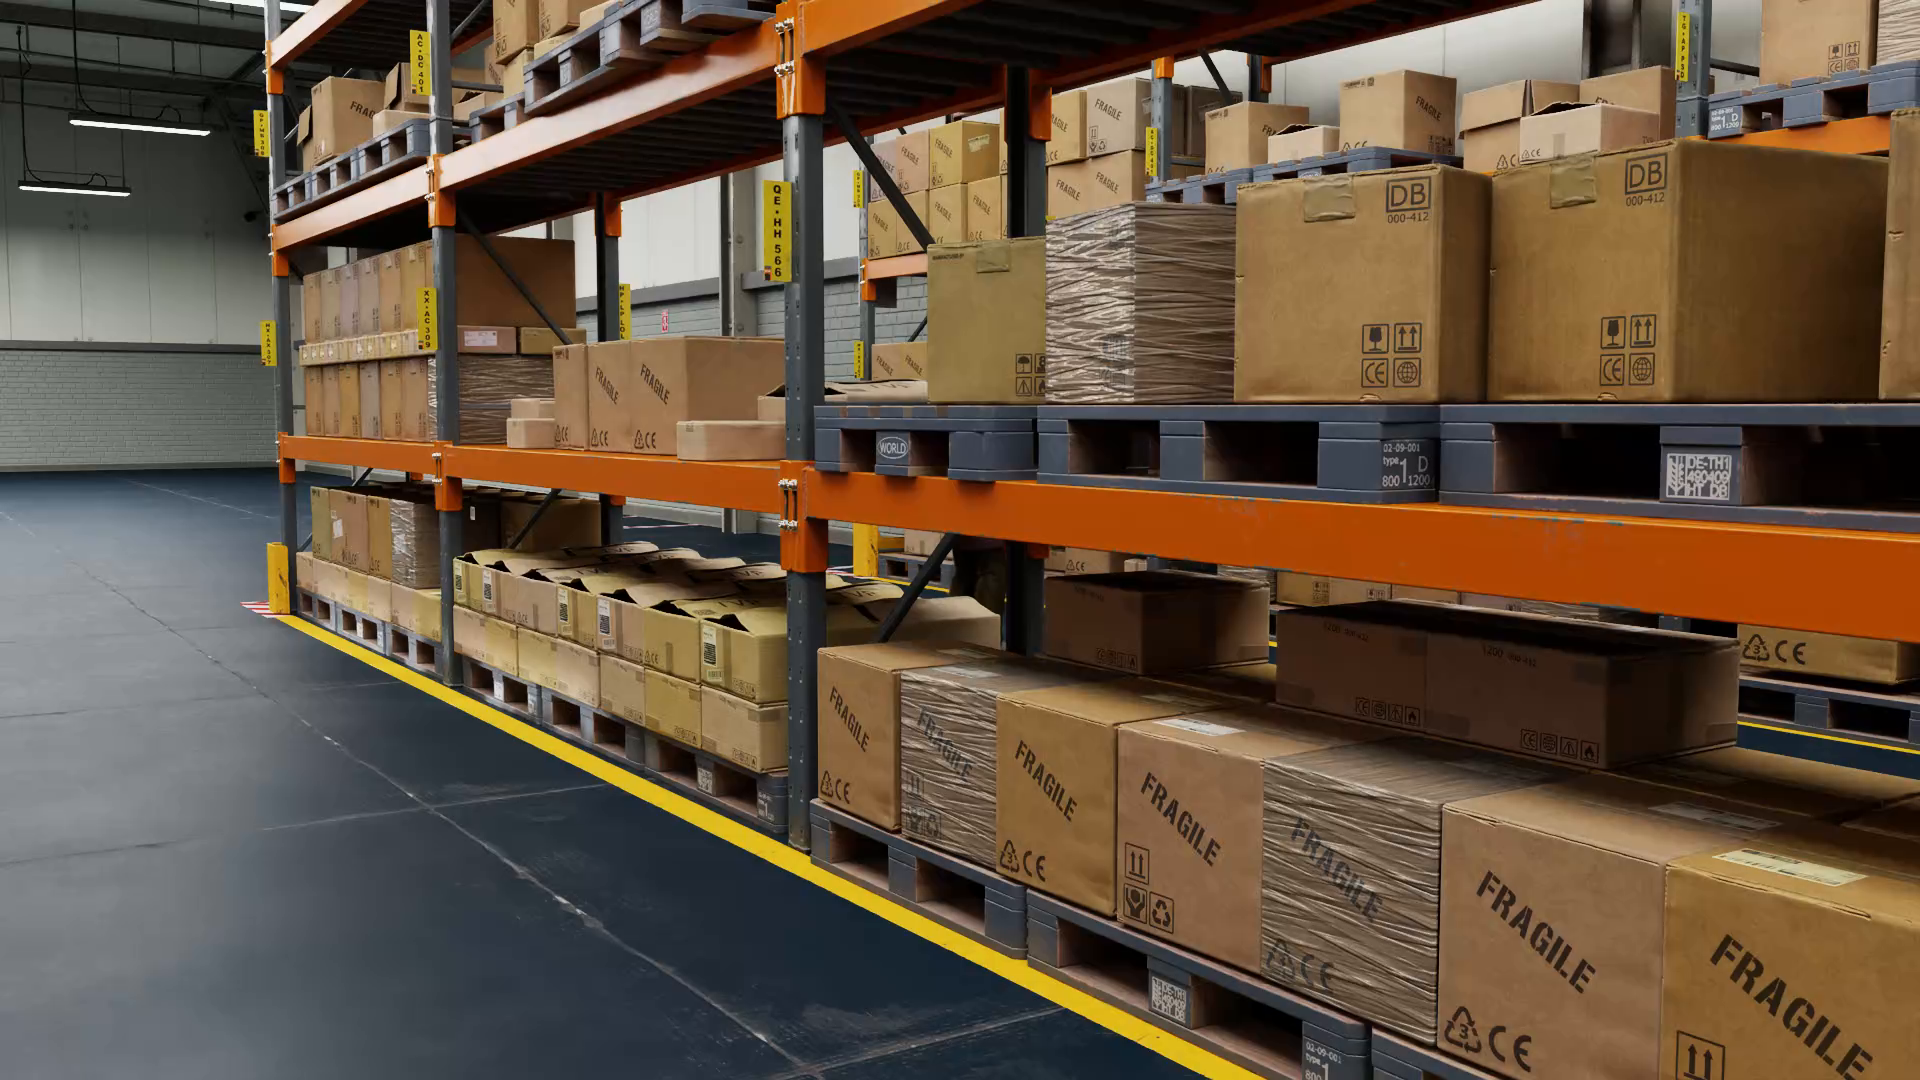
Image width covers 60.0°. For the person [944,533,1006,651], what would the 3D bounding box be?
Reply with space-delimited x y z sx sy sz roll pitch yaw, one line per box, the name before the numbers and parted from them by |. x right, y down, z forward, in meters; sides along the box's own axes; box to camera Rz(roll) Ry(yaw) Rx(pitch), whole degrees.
person | 0.160 -0.181 10.083 0.563 1.769 0.527 -3 5 -33
